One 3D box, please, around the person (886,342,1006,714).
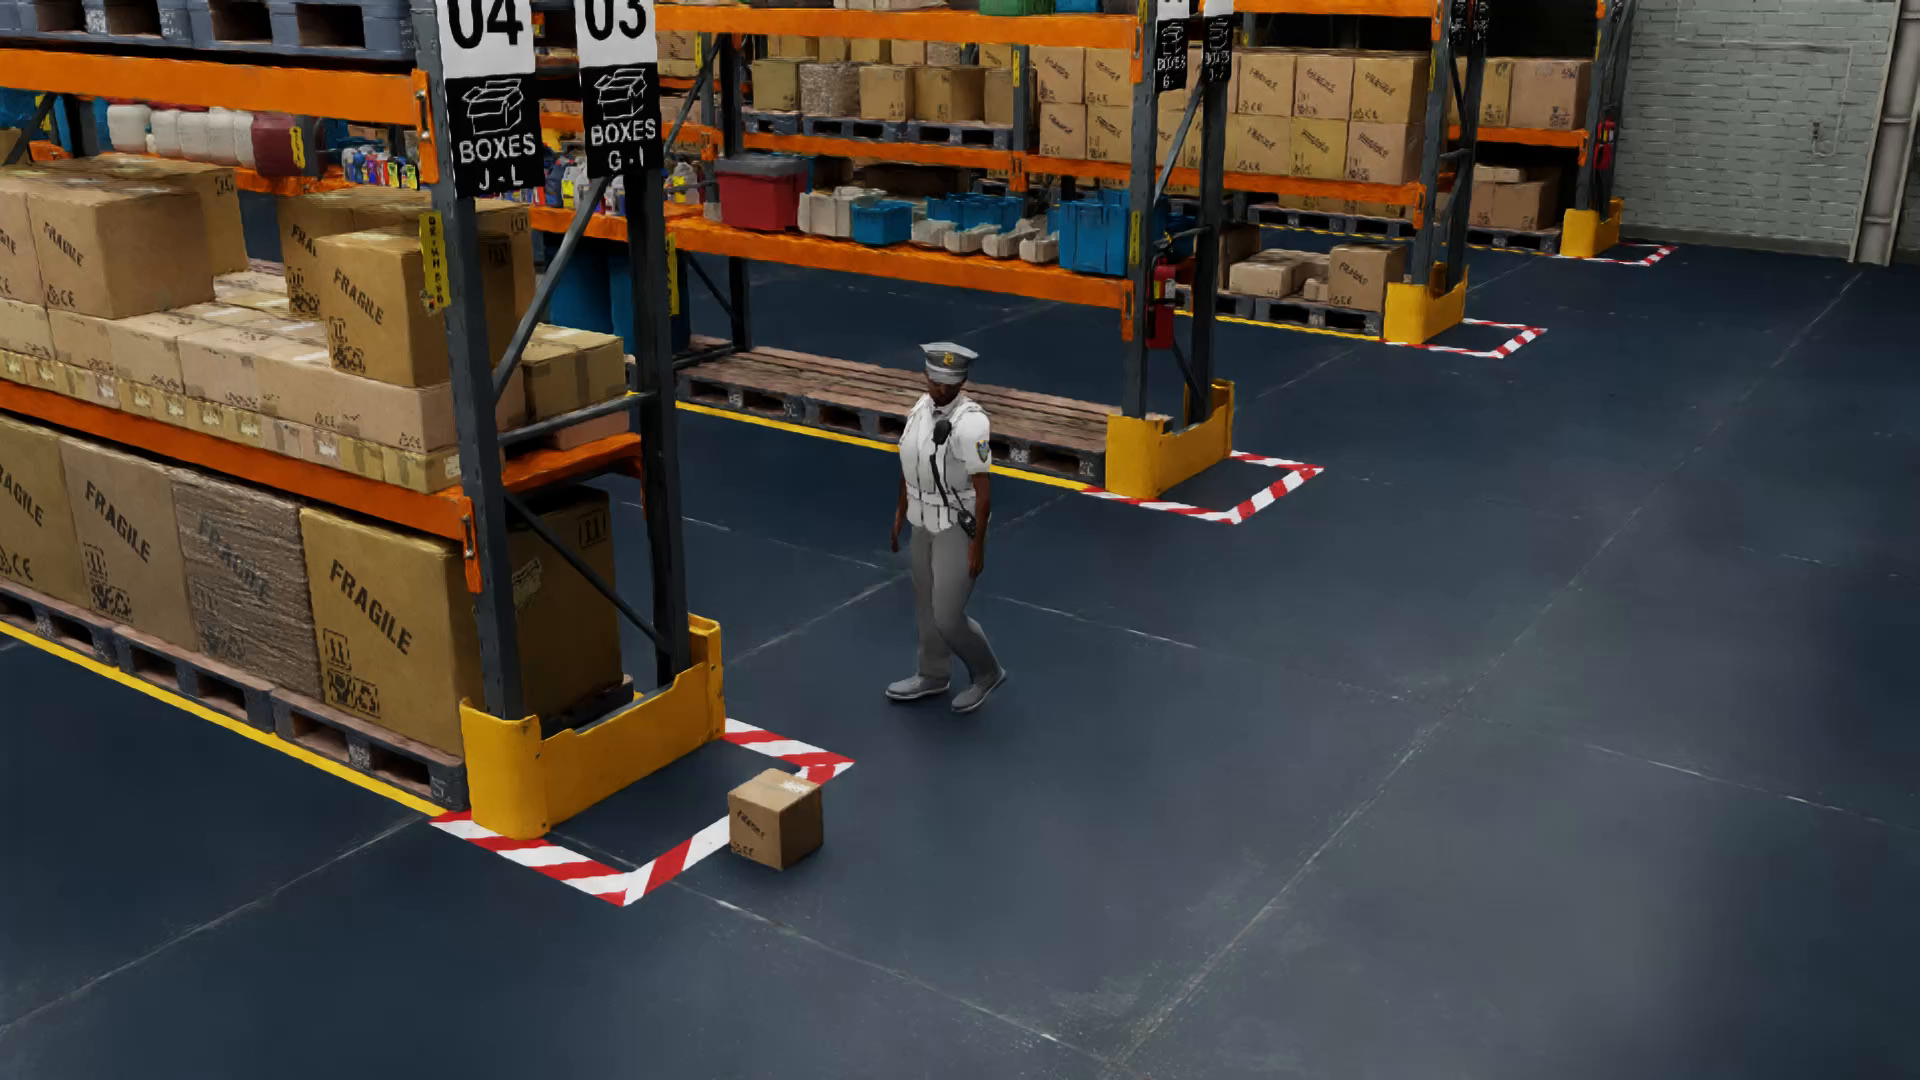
[{"bbox_3d":[-0.061,-0.047,7.162,0.388,1.655,0.508,-14,24,-34],"label":"person"}]
